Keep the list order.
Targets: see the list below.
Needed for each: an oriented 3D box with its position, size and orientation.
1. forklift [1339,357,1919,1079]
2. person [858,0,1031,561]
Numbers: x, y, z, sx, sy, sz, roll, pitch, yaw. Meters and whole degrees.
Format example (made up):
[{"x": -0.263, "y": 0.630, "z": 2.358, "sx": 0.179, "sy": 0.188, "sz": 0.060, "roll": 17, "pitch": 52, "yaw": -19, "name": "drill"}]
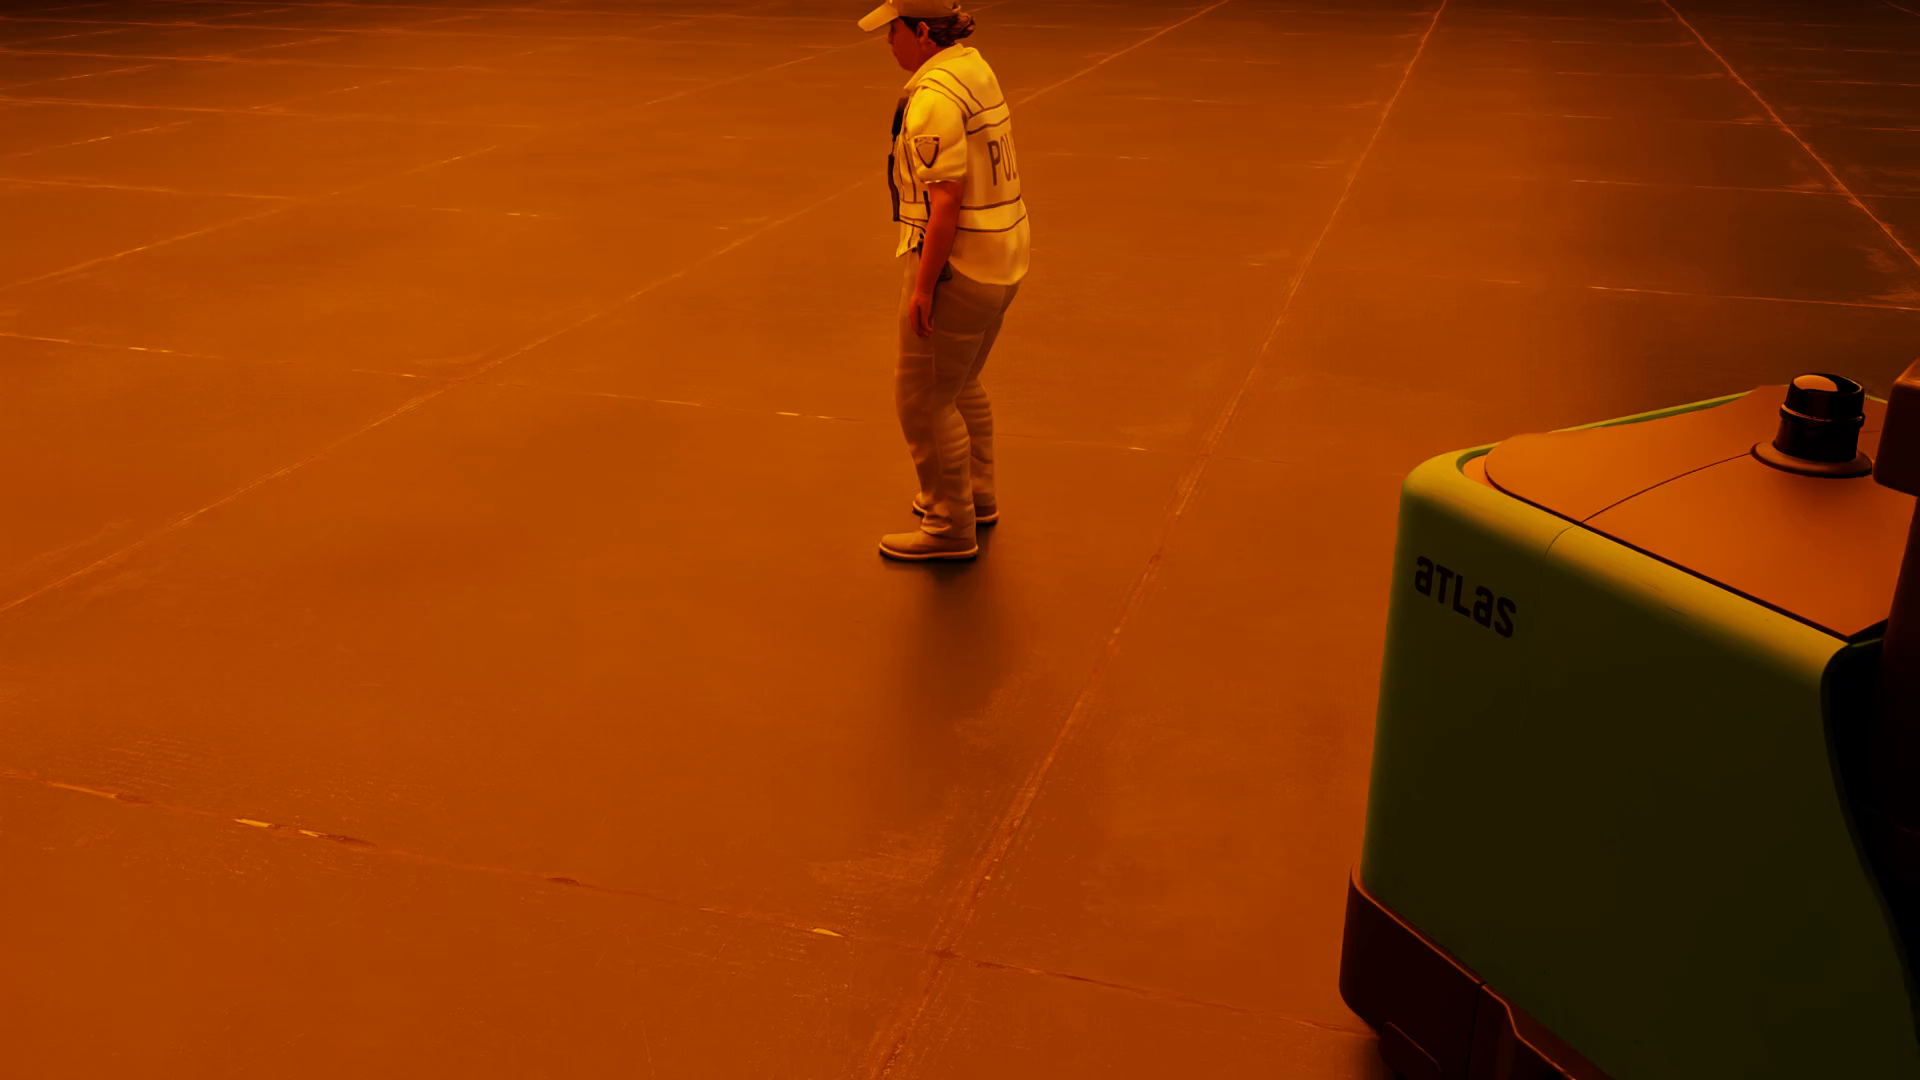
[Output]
[{"x": 1.808, "y": -0.077, "z": 1.466, "sx": 1.130, "sy": 2.935, "sz": 3.031, "roll": -11, "pitch": 25, "yaw": -25, "name": "forklift"}, {"x": -0.043, "y": -0.774, "z": 4.817, "sx": 0.466, "sy": 1.666, "sz": 0.546, "roll": 6, "pitch": 23, "yaw": 14, "name": "person"}]
